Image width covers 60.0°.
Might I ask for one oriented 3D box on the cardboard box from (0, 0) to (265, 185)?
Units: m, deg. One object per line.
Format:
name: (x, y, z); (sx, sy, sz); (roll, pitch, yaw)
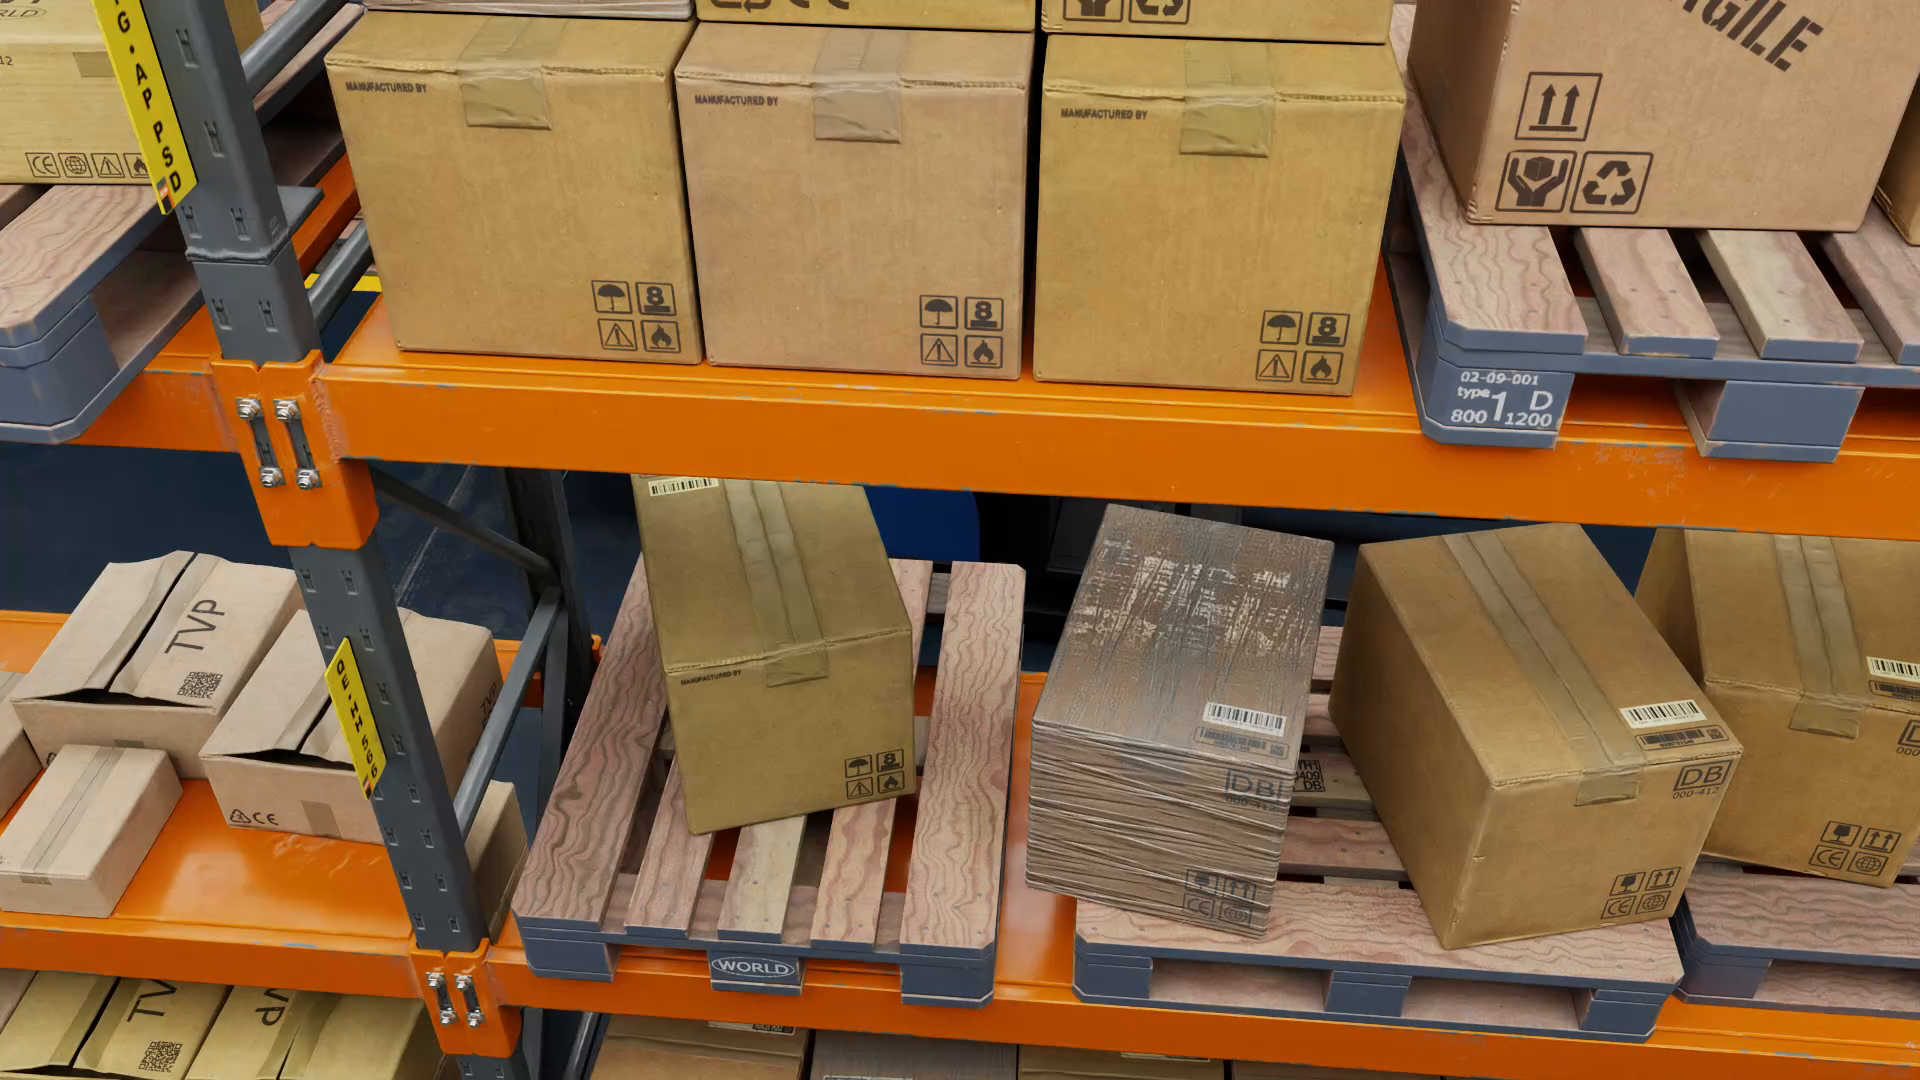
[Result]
cardboard box: (-1.518, -0.826, 2.799); (0.500, 0.250, 0.500); (0, 39, 1)

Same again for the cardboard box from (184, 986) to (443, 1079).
cardboard box: (-1.605, 1.244, 4.247); (0.500, 0.311, 0.500); (4, 39, 5)

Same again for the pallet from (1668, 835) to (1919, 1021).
pallet: (2.137, 0.612, 3.775); (1.213, 0.211, 1.003); (3, 39, 4)

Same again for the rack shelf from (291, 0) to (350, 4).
rack shelf: (-2.630, -2.514, 8.033); (4.000, 0.370, 1.077); (3, 39, 4)

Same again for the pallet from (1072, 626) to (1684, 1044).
pallet: (0.876, 0.609, 3.778); (1.213, 0.211, 1.003); (3, 39, 4)

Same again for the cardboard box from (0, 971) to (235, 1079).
cardboard box: (-2.123, 1.220, 4.277); (0.500, 0.311, 0.500); (3, 39, 3)

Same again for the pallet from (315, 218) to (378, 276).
pallet: (-2.628, -1.714, 8.689); (1.213, 0.211, 1.003); (3, 39, 4)

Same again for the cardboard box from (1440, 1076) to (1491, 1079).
cardboard box: (1.416, 1.542, 4.111); (0.500, 0.500, 0.500); (4, 39, 4)

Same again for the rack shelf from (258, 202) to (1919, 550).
rack shelf: (0.931, -0.344, 2.990); (4.000, 0.370, 1.077); (3, 39, 4)

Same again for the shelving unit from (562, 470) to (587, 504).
shelving unit: (-1.267, -0.763, 6.499); (0.755, 1.500, 0.431); (7, 40, 8)

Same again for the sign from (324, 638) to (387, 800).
sign: (-1.106, 0.332, 3.049); (0.005, 0.325, 0.100); (3, 39, 4)

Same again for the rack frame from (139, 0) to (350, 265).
rack frame: (-1.061, -1.895, 1.950); (0.127, 3.000, 1.000); (3, 39, 4)

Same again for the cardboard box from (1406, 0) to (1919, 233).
cardboard box: (1.099, -0.899, 2.611); (0.600, 0.600, 0.600); (2, 39, 2)

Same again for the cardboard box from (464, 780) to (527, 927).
cardboard box: (-1.558, 0.904, 4.664); (0.500, 0.311, 0.500); (4, 39, 5)

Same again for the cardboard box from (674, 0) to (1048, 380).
cardboard box: (-0.116, -0.740, 2.828); (0.500, 0.500, 0.910); (3, 39, 4)

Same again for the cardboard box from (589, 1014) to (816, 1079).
cardboard box: (-0.633, 1.435, 4.243); (0.500, 0.500, 0.500); (5, 39, 6)

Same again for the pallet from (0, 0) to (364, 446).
pallet: (-1.745, -0.639, 2.933); (1.003, 0.211, 1.213); (5, 39, 6)

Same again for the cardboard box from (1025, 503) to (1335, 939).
cardboard box: (0.470, 0.363, 3.516); (0.500, 0.500, 0.700); (10, 40, 12)

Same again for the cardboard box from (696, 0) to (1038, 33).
cardboard box: (-0.119, -1.103, 2.482); (0.500, 0.500, 0.500); (3, 39, 4)

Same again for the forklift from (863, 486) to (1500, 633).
forklift: (0.614, -1.061, 5.732); (3.031, 2.935, 1.130); (7, 40, 8)

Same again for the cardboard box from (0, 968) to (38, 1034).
cardboard box: (-2.626, 1.190, 4.313); (0.500, 0.311, 0.500); (3, 39, 4)

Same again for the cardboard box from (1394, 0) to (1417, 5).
cardboard box: (1.857, -2.549, 7.175); (0.500, 0.500, 0.500); (3, 39, 4)

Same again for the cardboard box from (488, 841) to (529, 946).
cardboard box: (-1.558, 1.122, 4.841); (0.500, 0.250, 0.500); (3, 39, 4)

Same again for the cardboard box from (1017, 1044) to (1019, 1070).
cardboard box: (0.406, 1.162, 4.578); (0.500, 0.500, 0.500); (2, 39, 2)

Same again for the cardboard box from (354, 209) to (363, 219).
cardboard box: (-2.864, -2.024, 8.492); (0.500, 0.500, 0.700); (4, 39, 4)

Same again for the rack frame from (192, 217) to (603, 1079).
rack frame: (-1.061, 0.431, 3.844); (0.127, 3.000, 1.000); (3, 39, 4)

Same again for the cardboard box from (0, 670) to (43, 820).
cardboard box: (-2.337, 0.495, 3.965); (0.250, 0.149, 0.380); (6, 40, 7)

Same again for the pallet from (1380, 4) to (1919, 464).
pallet: (1.246, -0.575, 2.853); (1.003, 0.211, 1.213); (3, 39, 4)

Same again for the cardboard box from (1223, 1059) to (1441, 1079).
cardboard box: (0.909, 1.515, 4.144); (0.500, 0.500, 0.500); (2, 39, 2)

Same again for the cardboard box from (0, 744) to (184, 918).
cardboard box: (-1.981, 0.654, 3.770); (0.250, 0.149, 0.380); (3, 39, 4)

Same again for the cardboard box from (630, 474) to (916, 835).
cardboard box: (-0.424, 0.193, 3.725); (0.500, 0.500, 0.700); (-9, 40, -11)

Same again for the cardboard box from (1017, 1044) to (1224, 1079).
cardboard box: (0.389, 1.490, 4.175); (0.500, 0.500, 0.500); (3, 39, 3)

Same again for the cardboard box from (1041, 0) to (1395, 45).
cardboard box: (0.389, -1.075, 2.447); (0.500, 0.500, 0.500); (3, 39, 4)

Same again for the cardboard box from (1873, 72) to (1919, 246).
cardboard box: (1.760, -0.850, 2.551); (0.600, 0.600, 0.600); (3, 39, 3)

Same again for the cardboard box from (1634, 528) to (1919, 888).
cardboard box: (1.780, 0.284, 3.614); (0.500, 0.500, 0.700); (9, 40, 11)

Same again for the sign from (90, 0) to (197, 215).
sign: (-1.118, -0.615, 2.280); (0.005, 0.325, 0.100); (3, 39, 4)

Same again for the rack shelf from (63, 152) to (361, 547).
rack shelf: (-3.054, -0.562, 3.258); (4.000, 0.370, 1.077); (3, 39, 4)

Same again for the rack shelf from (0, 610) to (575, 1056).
rack shelf: (-3.054, 0.601, 4.205); (4.000, 0.370, 1.077); (3, 39, 4)

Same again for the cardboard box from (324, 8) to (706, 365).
cardboard box: (-0.624, -0.768, 2.862); (0.500, 0.500, 0.910); (3, 39, 4)

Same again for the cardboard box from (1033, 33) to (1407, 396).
cardboard box: (0.402, -0.712, 2.793); (0.500, 0.500, 0.910); (3, 39, 4)

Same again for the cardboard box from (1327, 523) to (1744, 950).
cardboard box: (1.158, 0.390, 3.483); (0.500, 0.500, 0.700); (-6, 40, -8)

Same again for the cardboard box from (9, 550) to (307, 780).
cardboard box: (-1.936, 0.295, 4.081); (0.500, 0.311, 0.500); (3, 39, 3)

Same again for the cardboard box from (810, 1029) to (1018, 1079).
cardboard box: (-0.111, 1.460, 4.212); (0.500, 0.500, 0.500); (2, 39, 2)

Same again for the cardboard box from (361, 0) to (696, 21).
cardboard box: (-0.627, -1.131, 2.516); (0.500, 0.500, 0.500); (3, 39, 4)

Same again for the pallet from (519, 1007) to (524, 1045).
pallet: (-1.878, 1.444, 4.809); (1.213, 0.211, 1.003); (3, 39, 4)

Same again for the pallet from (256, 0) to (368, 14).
pallet: (-2.614, -2.692, 7.833); (1.213, 0.211, 1.003); (3, 39, 4)

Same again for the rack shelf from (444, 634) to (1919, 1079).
rack shelf: (0.931, 0.819, 3.937); (4.000, 0.370, 1.077); (3, 39, 4)

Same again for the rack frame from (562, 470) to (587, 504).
rack frame: (-1.626, -0.806, 6.553); (0.023, 1.500, 0.400); (7, 40, 8)

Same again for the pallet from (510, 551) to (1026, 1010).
pallet: (-0.380, 0.499, 3.913); (1.003, 0.211, 1.213); (3, 39, 4)

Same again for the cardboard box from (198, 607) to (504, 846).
cardboard box: (-1.420, 0.419, 3.930); (0.500, 0.311, 0.500); (5, 39, 7)

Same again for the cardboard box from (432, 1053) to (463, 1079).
cardboard box: (-1.607, 1.460, 4.426); (0.500, 0.250, 0.500); (4, 39, 5)
